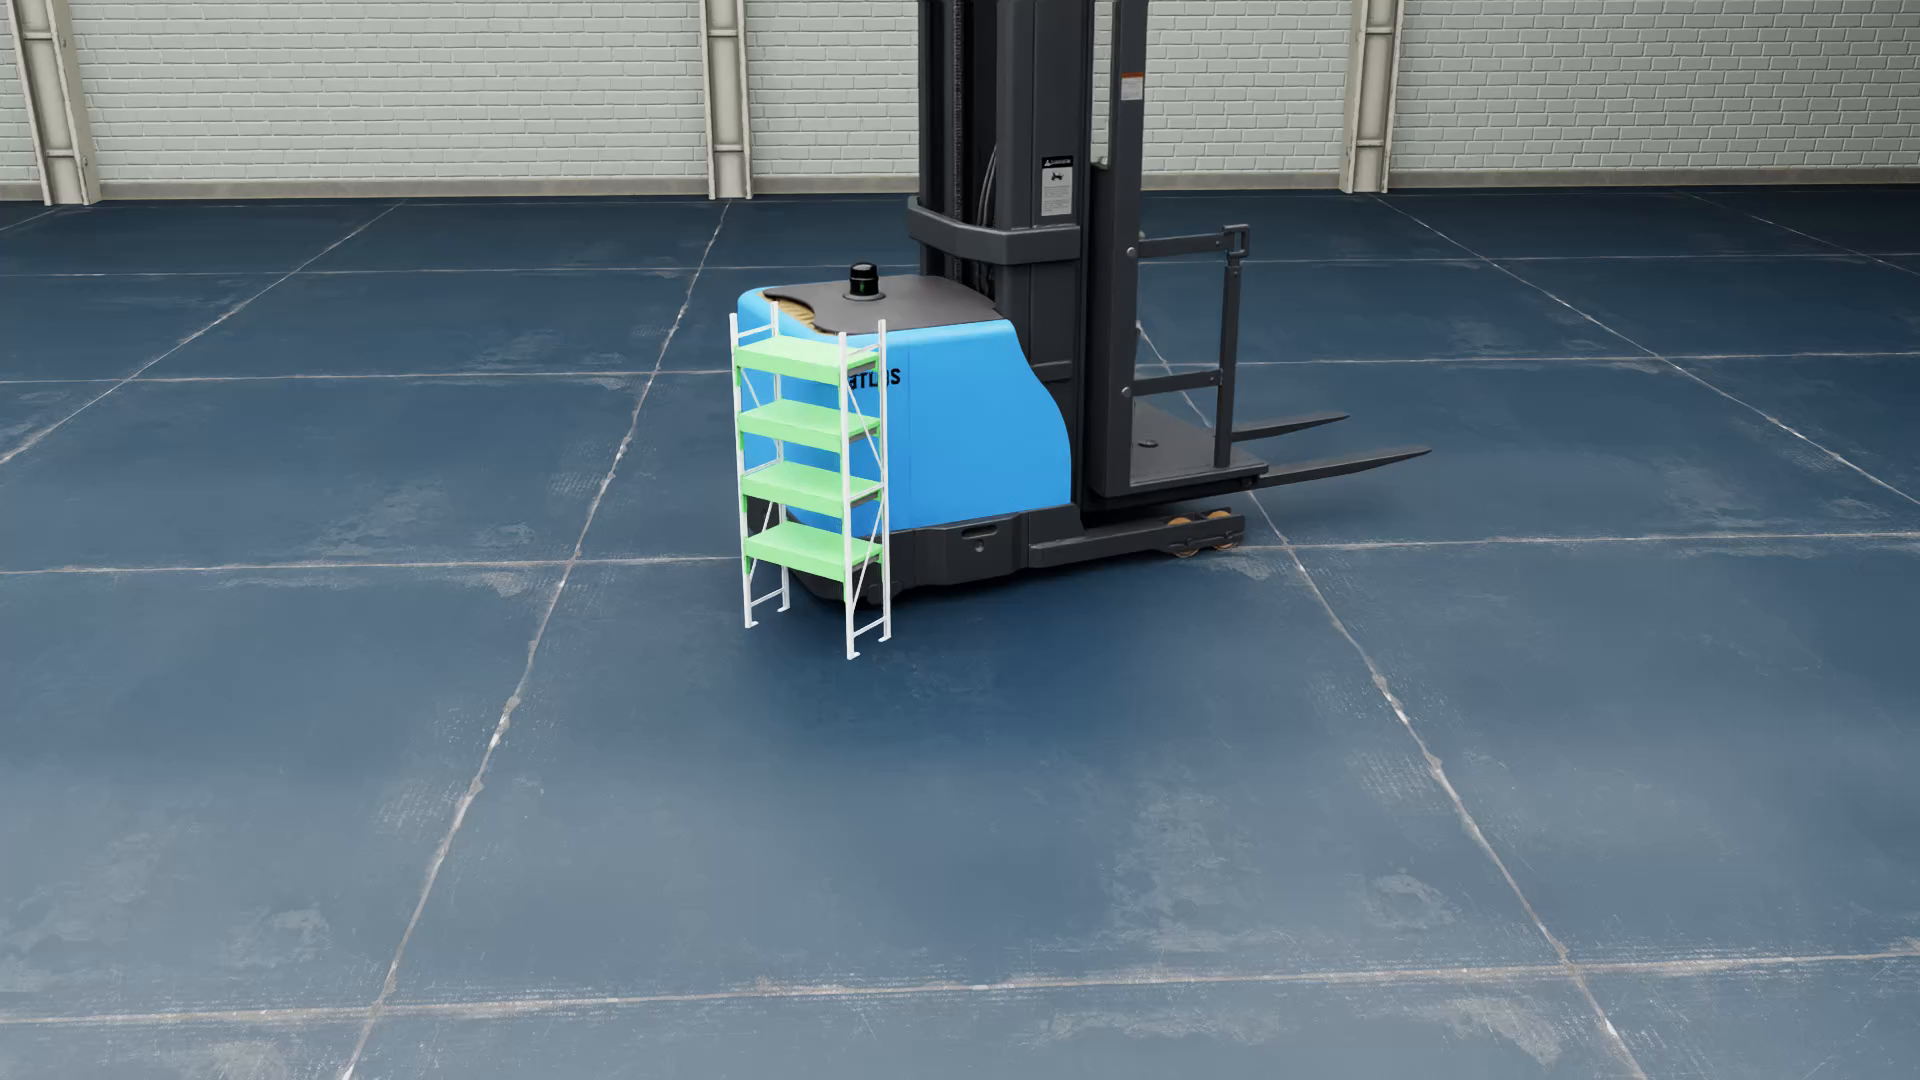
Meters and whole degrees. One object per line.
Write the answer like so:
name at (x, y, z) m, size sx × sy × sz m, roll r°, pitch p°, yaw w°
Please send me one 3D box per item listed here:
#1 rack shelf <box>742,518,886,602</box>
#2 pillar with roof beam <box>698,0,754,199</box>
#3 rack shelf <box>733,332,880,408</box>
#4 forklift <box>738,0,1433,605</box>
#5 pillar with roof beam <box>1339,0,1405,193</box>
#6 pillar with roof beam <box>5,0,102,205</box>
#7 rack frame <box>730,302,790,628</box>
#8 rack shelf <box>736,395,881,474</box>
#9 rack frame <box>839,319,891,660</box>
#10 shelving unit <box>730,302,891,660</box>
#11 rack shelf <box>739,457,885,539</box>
rack shelf at (-0.532, 0.069, 6.108) m, size 0.480 × 0.148 × 0.258 m, roll 14°, pitch 25°, yaw 32°
pillar with roof beam at (-1.894, -5.898, 9.966) m, size 0.400 × 9.000 × 9.100 m, roll -1°, pitch 21°, yaw -3°
rack shelf at (-0.532, -0.604, 5.852) m, size 0.480 × 0.148 × 0.258 m, roll 14°, pitch 25°, yaw 32°
forklift at (0.640, -1.456, 6.827) m, size 3.031 × 2.935 × 1.130 m, roll -9°, pitch 23°, yaw -23°
pillar with roof beam at (4.096, -6.020, 10.287) m, size 0.400 × 9.000 × 9.100 m, roll -1°, pitch 21°, yaw -3°
pillar with roof beam at (-7.884, -5.777, 9.646) m, size 0.400 × 9.000 × 9.100 m, roll -1°, pitch 21°, yaw -3°
rack frame at (-0.733, -0.265, 6.130) m, size 0.015 × 1.200 × 0.240 m, roll 14°, pitch 25°, yaw 32°
rack shelf at (-0.532, -0.380, 5.938) m, size 0.480 × 0.148 × 0.258 m, roll 14°, pitch 25°, yaw 32°
rack frame at (-0.332, -0.166, 5.870) m, size 0.015 × 1.200 × 0.240 m, roll 14°, pitch 25°, yaw 32°
shelving unit at (-0.532, -0.215, 6.000) m, size 0.503 × 1.200 × 0.258 m, roll 14°, pitch 25°, yaw 32°
rack shelf at (-0.532, -0.156, 6.023) m, size 0.480 × 0.148 × 0.258 m, roll 14°, pitch 25°, yaw 32°
